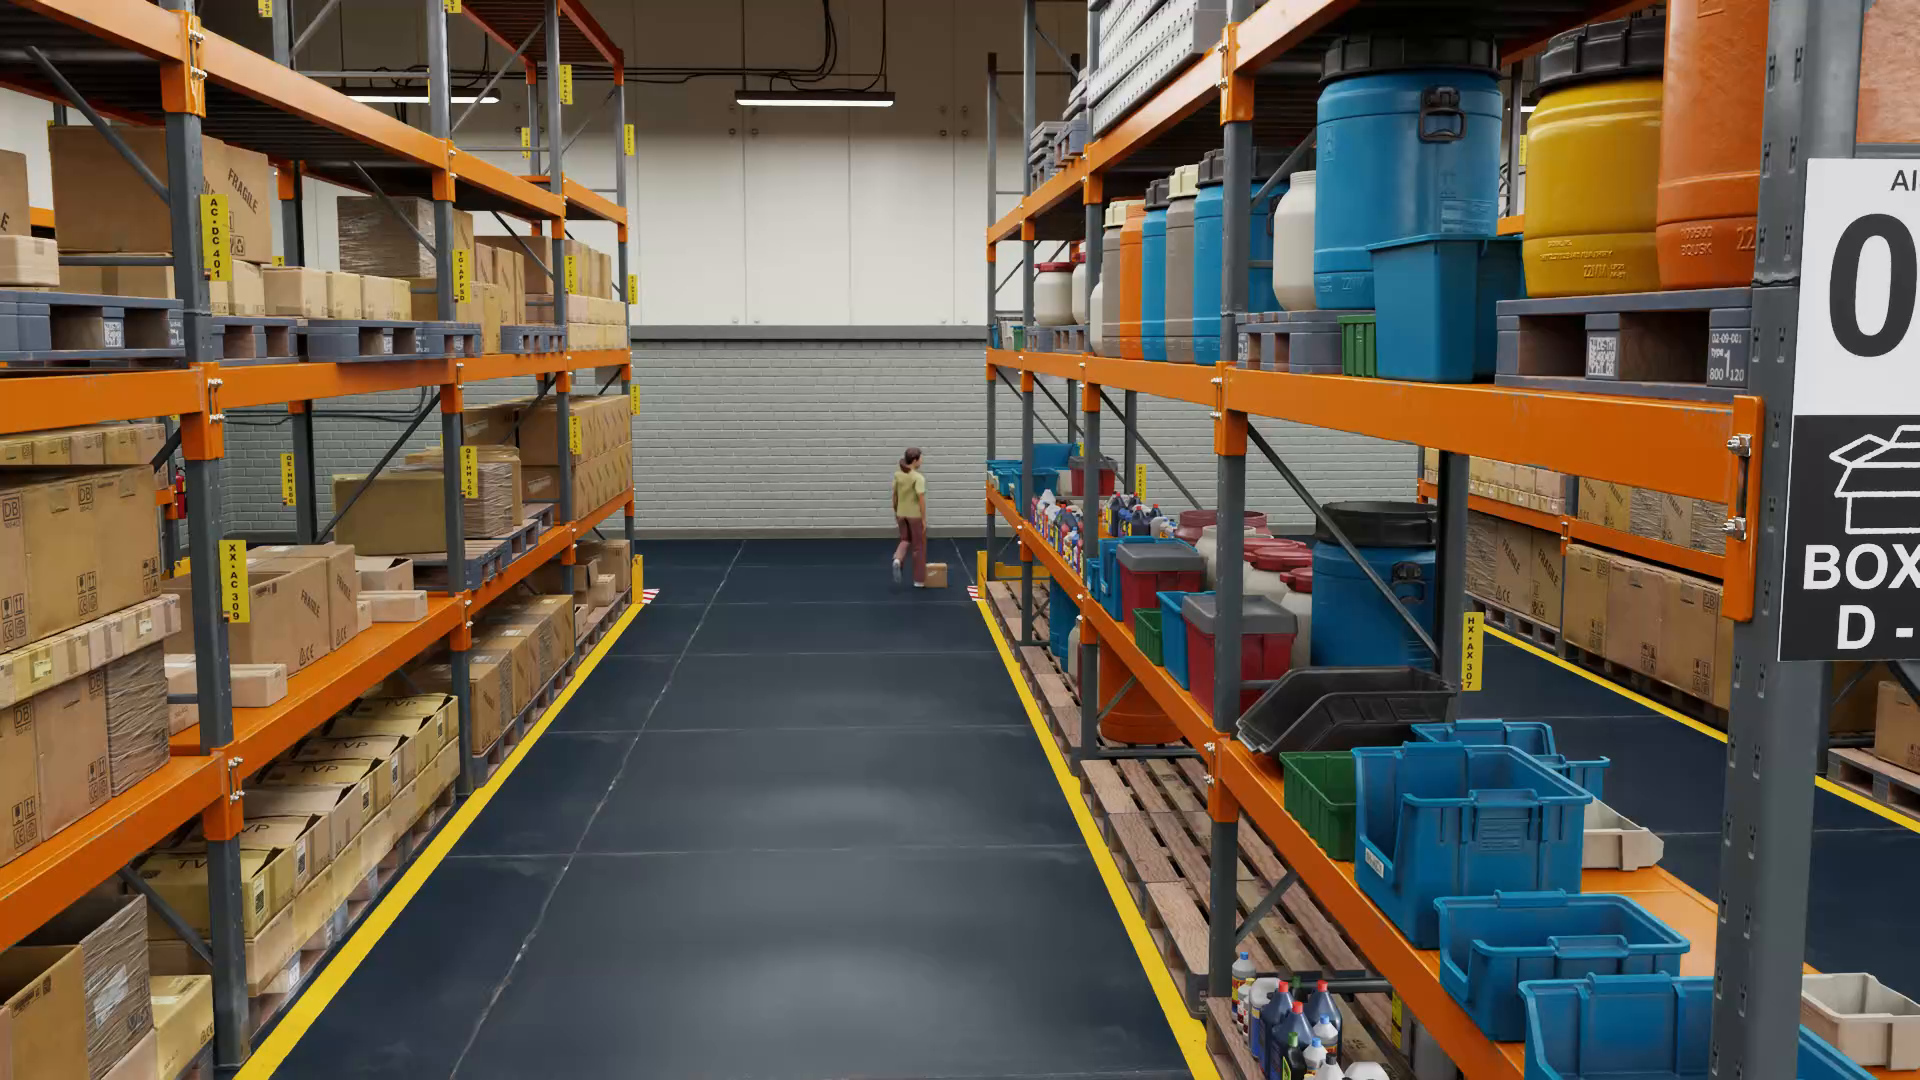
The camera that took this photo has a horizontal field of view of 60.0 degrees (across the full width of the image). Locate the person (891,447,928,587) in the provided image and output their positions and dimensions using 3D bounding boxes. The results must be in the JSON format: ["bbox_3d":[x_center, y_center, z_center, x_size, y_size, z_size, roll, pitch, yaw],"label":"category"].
[{"bbox_3d":[-0.536,-0.263,19.372,0.510,1.657,0.686,4,8,32],"label":"person"}]
